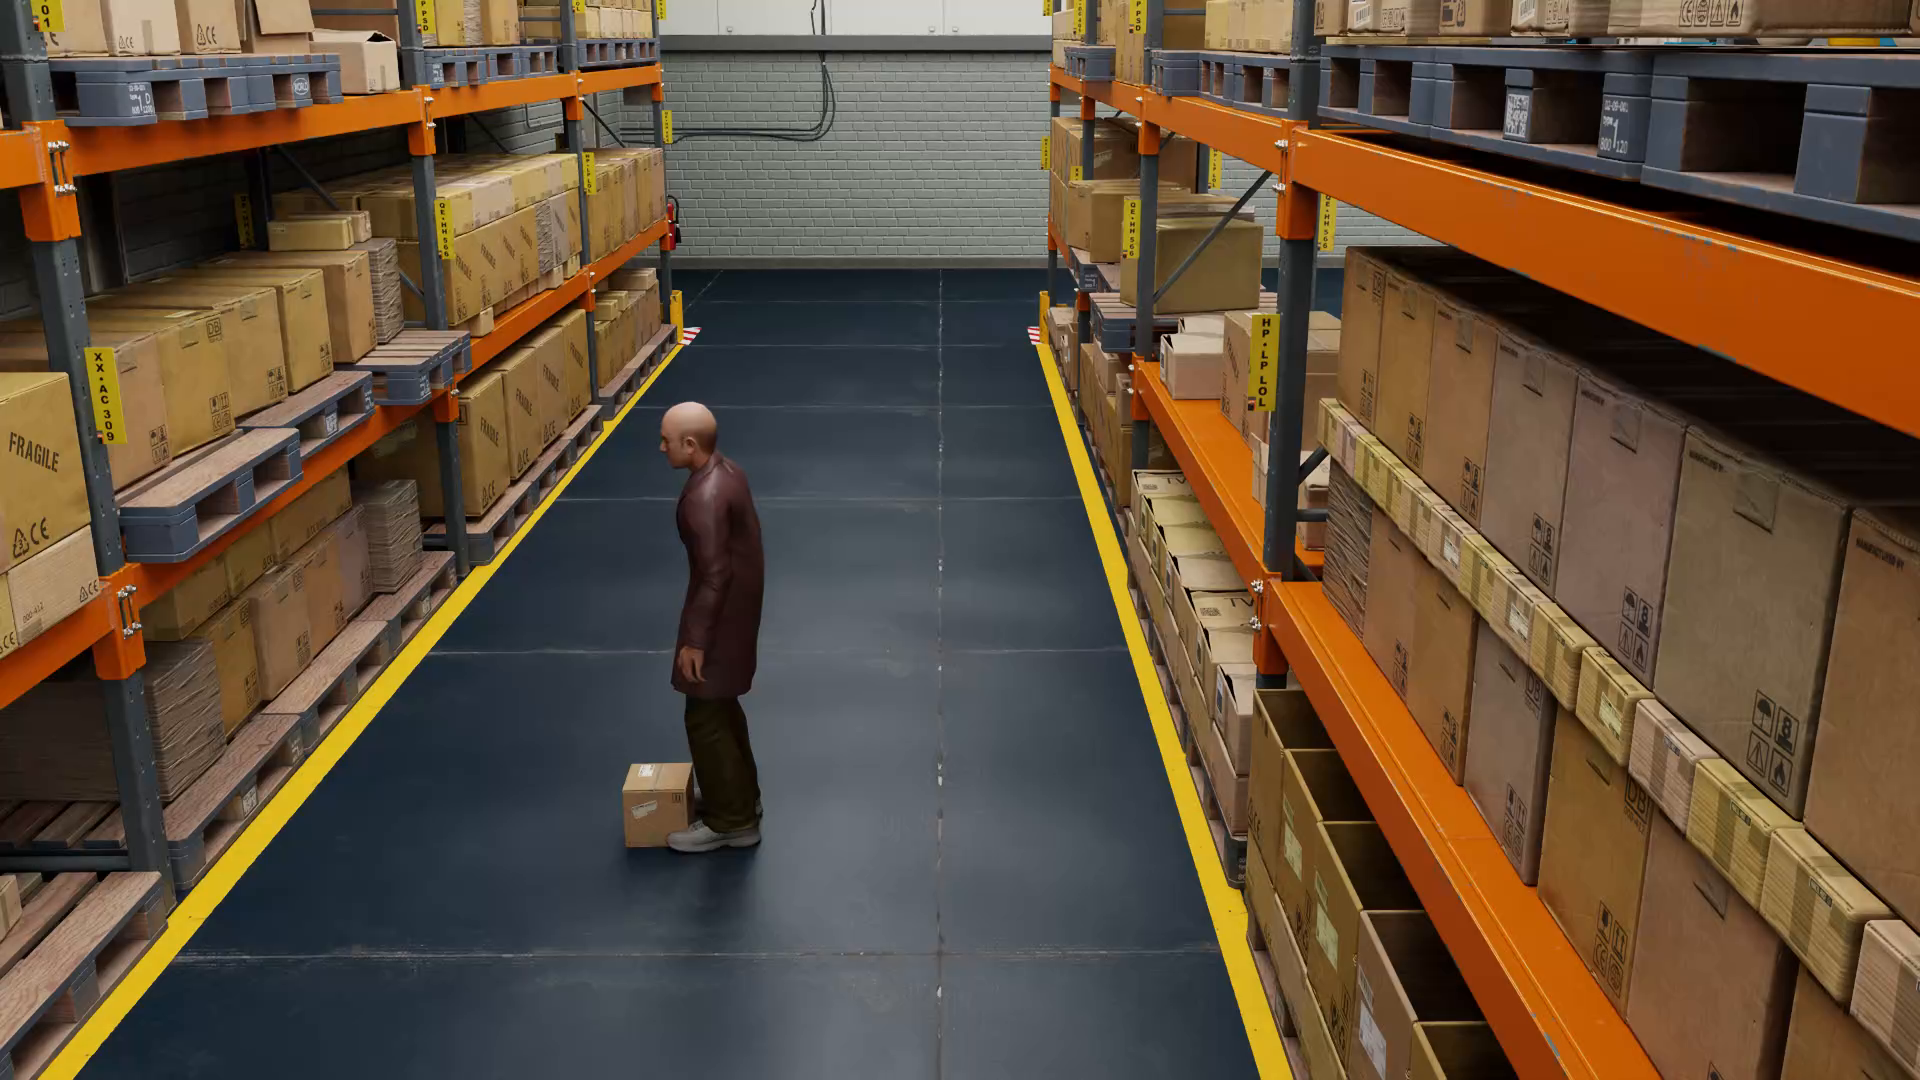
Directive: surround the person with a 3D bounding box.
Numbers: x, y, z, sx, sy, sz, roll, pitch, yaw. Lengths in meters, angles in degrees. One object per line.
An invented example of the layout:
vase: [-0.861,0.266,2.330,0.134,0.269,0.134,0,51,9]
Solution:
person: [-0.965,0.330,6.478,0.423,1.774,0.642,0,17,-1]
